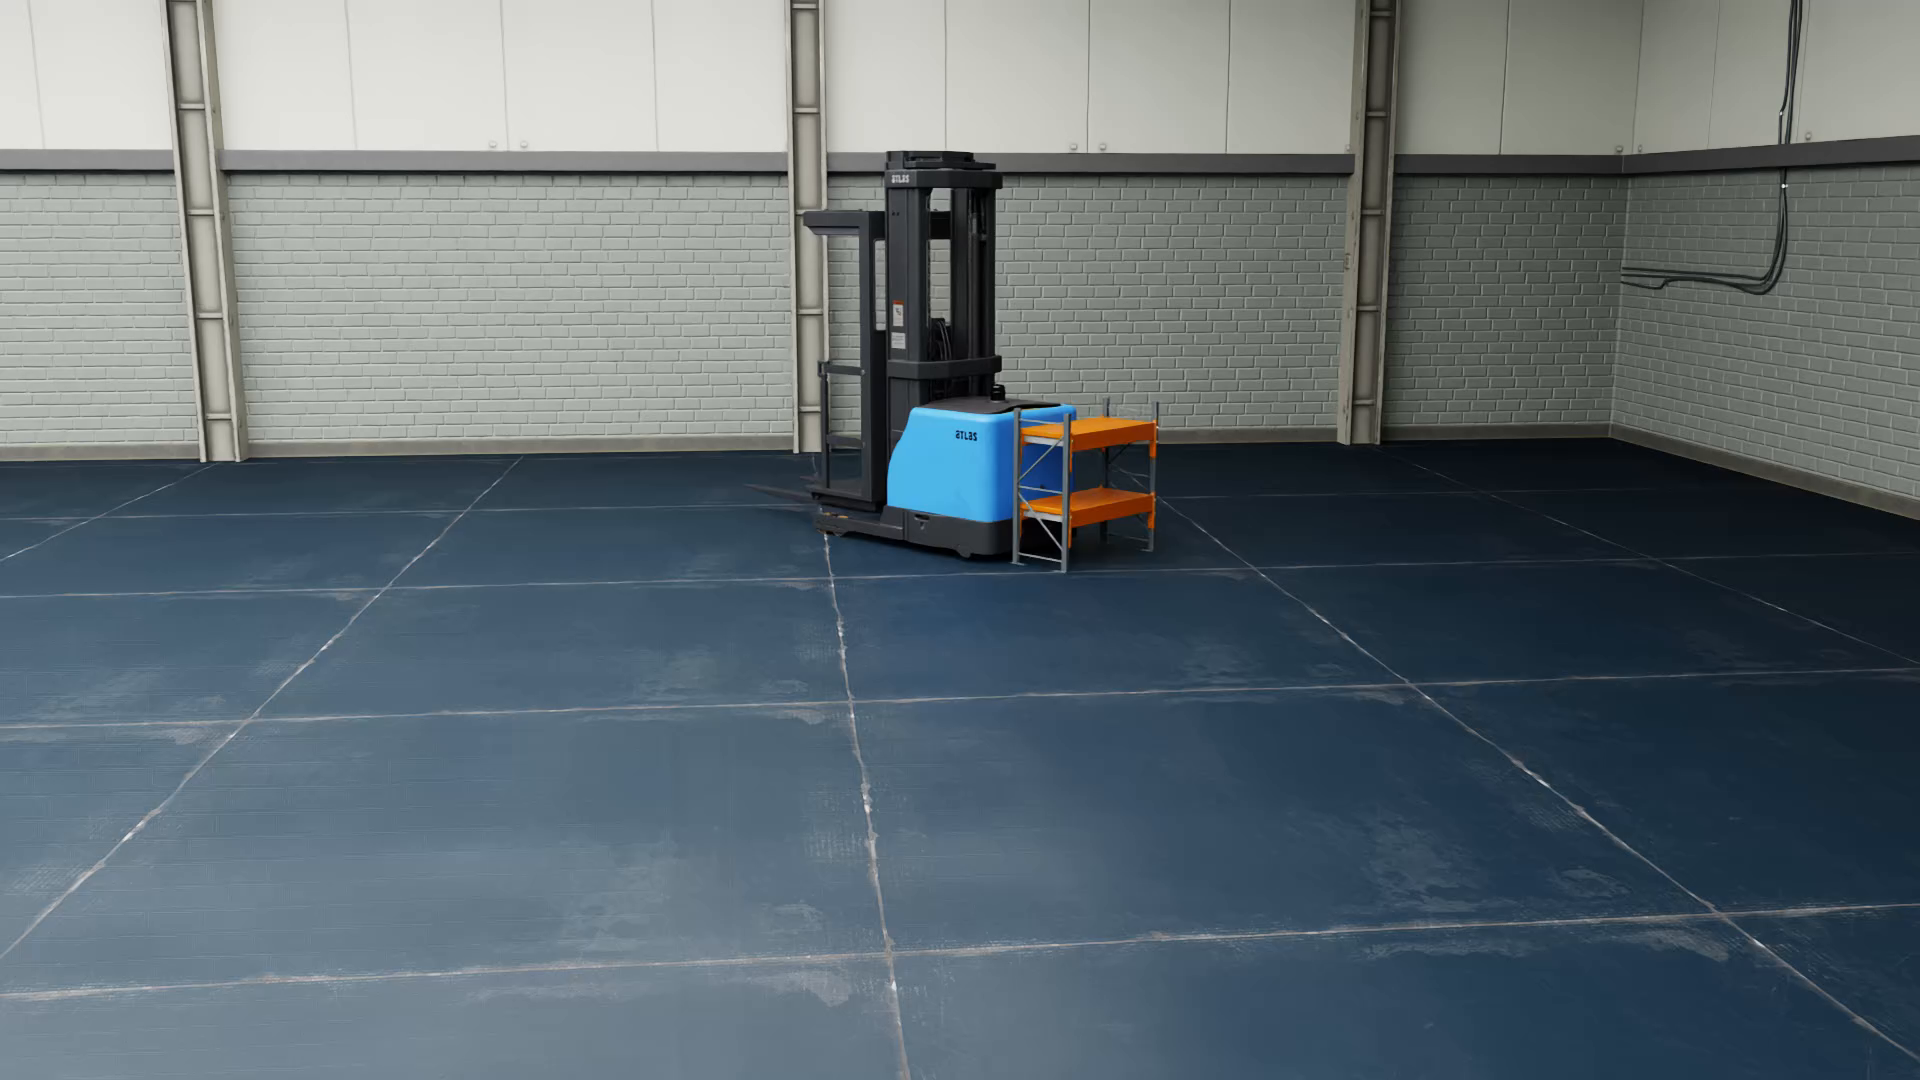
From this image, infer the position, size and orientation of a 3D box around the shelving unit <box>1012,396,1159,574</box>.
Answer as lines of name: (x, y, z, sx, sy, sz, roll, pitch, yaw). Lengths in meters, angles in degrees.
shelving unit: (0.920, -0.423, 12.097, 0.538, 1.125, 1.048, 10, 15, 42)

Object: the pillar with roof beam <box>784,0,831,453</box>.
pillar with roof beam: (-1.109, -4.540, 12.632, 0.400, 9.000, 9.100, -1, 11, -6)

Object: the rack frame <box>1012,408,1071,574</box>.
rack frame: (0.573, -0.351, 11.732, 0.500, 1.125, 0.032, 10, 15, 42)

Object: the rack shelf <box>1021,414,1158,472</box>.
rack shelf: (0.920, -0.710, 12.040, 0.538, 0.278, 1.000, 10, 15, 42)

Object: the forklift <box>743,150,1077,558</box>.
forklift: (-0.522, -1.527, 13.038, 3.031, 2.935, 1.130, 11, 15, 43)

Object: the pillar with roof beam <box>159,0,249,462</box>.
pillar with roof beam: (-7.074, -4.415, 11.996, 0.400, 9.000, 9.100, -1, 11, -6)

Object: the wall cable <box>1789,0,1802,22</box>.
wall cable: (7.755, -5.734, 13.663, 0.112, 2.526, 3.097, -1, 11, -6)

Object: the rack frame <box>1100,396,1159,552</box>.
rack frame: (1.266, -0.494, 12.463, 0.500, 1.125, 0.032, 10, 15, 42)

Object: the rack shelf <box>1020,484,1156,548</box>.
rack shelf: (0.919, -0.183, 12.145, 0.538, 0.278, 1.000, 10, 15, 42)

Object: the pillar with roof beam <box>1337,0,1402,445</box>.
pillar with roof beam: (4.856, -4.665, 13.268, 0.400, 9.000, 9.100, -1, 11, -6)

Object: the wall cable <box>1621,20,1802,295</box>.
wall cable: (7.462, -3.775, 16.789, 0.112, 2.526, 3.097, -1, 11, -6)
